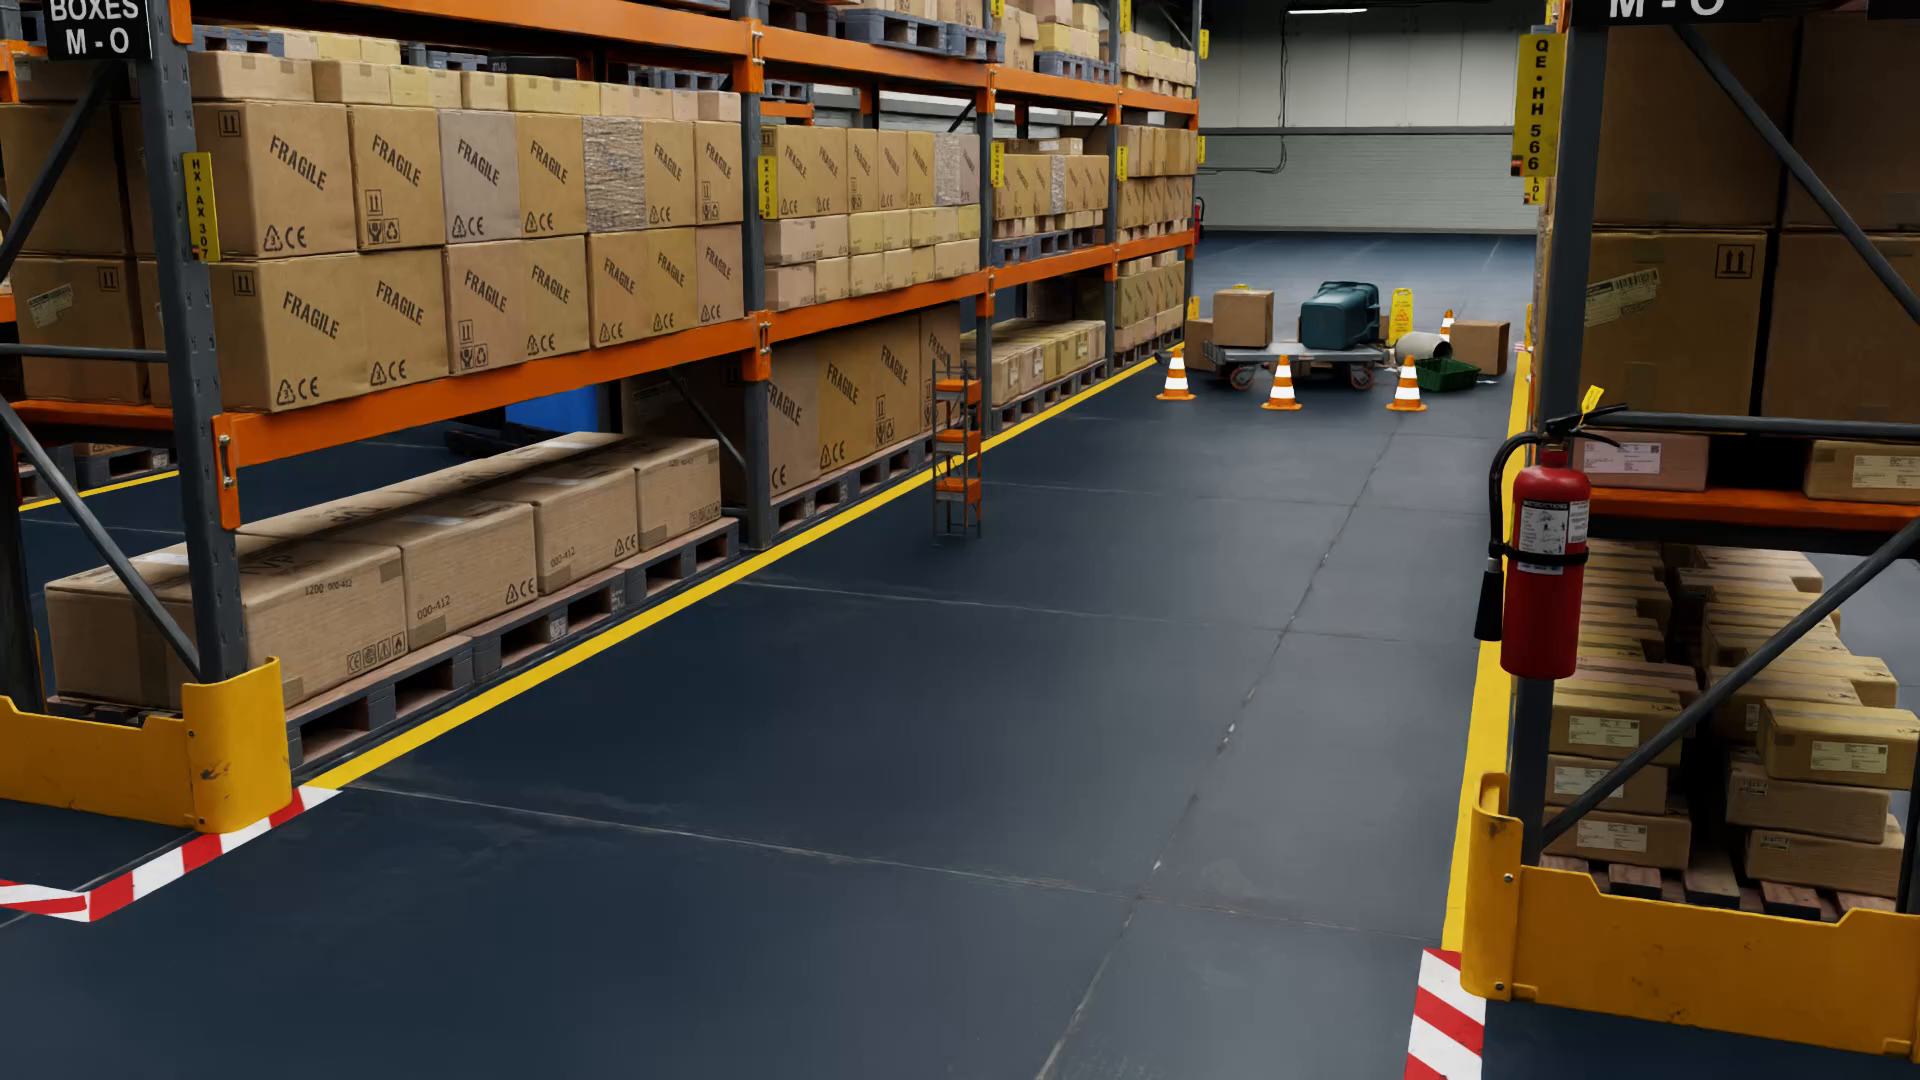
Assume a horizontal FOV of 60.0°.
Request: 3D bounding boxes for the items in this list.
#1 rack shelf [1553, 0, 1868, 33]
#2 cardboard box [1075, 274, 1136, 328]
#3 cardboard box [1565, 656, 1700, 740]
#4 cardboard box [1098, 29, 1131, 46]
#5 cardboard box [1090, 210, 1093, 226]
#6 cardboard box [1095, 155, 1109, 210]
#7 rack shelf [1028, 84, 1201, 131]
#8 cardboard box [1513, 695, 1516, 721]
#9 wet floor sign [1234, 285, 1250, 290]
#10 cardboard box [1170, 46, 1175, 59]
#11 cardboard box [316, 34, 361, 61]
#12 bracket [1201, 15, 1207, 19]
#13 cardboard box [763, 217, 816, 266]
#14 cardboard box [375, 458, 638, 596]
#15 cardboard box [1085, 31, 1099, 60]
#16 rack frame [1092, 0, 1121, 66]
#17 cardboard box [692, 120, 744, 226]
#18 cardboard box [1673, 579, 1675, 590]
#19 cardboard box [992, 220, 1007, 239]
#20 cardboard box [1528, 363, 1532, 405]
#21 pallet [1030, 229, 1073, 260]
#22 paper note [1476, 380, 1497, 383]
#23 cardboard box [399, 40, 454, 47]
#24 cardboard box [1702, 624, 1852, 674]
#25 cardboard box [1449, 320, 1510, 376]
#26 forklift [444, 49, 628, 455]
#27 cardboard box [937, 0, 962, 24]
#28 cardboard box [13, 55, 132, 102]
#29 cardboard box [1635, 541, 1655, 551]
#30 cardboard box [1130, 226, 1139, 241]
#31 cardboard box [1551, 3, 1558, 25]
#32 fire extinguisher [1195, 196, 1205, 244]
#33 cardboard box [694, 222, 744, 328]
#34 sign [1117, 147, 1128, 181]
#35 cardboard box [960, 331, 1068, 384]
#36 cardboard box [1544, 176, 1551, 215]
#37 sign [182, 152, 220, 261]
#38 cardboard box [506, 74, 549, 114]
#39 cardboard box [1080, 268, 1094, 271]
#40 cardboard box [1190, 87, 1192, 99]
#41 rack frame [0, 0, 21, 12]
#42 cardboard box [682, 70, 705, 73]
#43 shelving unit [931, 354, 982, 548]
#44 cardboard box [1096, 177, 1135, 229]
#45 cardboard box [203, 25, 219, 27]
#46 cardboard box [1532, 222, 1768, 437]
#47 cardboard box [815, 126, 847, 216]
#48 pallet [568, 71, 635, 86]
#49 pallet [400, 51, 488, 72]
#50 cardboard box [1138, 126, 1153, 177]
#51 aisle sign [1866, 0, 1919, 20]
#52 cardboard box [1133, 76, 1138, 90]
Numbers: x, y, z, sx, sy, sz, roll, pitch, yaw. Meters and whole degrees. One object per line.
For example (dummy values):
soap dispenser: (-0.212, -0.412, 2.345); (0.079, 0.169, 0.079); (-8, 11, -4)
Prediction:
rack shelf: (2.528, -1.793, 5.480); (1.077, 0.370, 4.000); (4, 14, 18)
cardboard box: (1.493, -2.457, 17.061); (0.500, 0.500, 0.500); (5, 14, 21)
cardboard box: (1.948, 0.456, 4.875); (0.380, 0.149, 0.250); (5, 14, 19)
cardboard box: (1.457, -4.894, 16.219); (0.380, 0.149, 0.250); (4, 13, 17)
cardboard box: (1.039, -3.022, 15.608); (0.380, 0.149, 0.250); (4, 13, 17)
cardboard box: (1.114, -3.407, 15.837); (0.500, 0.500, 0.500); (4, 13, 17)
rack shelf: (1.694, -4.655, 18.018); (1.077, 0.370, 4.000); (4, 14, 18)
cardboard box: (2.098, 0.577, 5.683); (0.380, 0.149, 0.250); (4, 13, 16)
wet floor sign: (3.415, -2.780, 20.216); (0.267, 0.644, 0.232); (10, 16, 38)
cardboard box: (2.195, -5.444, 18.632); (0.380, 0.149, 0.250); (4, 14, 19)
cardboard box: (-5.044, -3.794, 12.968); (0.500, 0.250, 0.500); (4, 14, 19)
bracket: (7.317, -15.672, 49.839); (0.076, 0.066, 3.189); (4, 14, 18)
cardboard box: (-1.133, -1.681, 9.325); (0.500, 0.250, 0.500); (4, 13, 17)
cardboard box: (-2.136, -0.080, 7.914); (0.875, 0.438, 0.875); (4, 13, 17)
cardboard box: (0.995, -4.583, 15.478); (0.500, 0.250, 0.500); (4, 13, 17)
rack frame: (1.047, -6.047, 15.759); (1.000, 3.000, 0.127); (4, 14, 18)
cardboard box: (-1.433, -1.855, 8.402); (0.500, 0.500, 0.500); (4, 14, 18)
cardboard box: (2.990, 0.243, 6.477); (0.380, 0.149, 0.250); (5, 14, 20)
cardboard box: (0.157, -2.474, 13.209); (0.380, 0.149, 0.250); (3, 13, 15)
cardboard box: (3.513, -0.849, 9.455); (0.500, 0.250, 0.500); (4, 13, 16)
pallet: (0.354, -2.606, 14.597); (1.003, 0.211, 1.213); (4, 14, 18)
paper note: (5.124, -1.547, 16.194); (0.147, 0.020, 0.142); (-5, 14, -21)
cardboard box: (-4.545, -4.290, 14.159); (0.380, 0.166, 0.250); (4, 14, 18)
cardboard box: (2.551, 0.380, 5.208); (0.380, 0.149, 0.250); (4, 13, 16)
cardboard box: (5.294, -1.970, 16.992); (0.500, 0.500, 0.500); (7, 15, 28)
forklift: (-3.187, -2.121, 12.194); (3.031, 2.935, 1.130); (12, 18, 43)
cardboard box: (-0.388, -3.774, 11.372); (0.700, 0.500, 0.500); (4, 13, 16)
cardboard box: (-2.909, -1.538, 5.556); (0.380, 0.149, 0.250); (5, 14, 19)
cardboard box: (2.624, 0.017, 6.798); (0.380, 0.149, 0.250); (4, 13, 17)
cardboard box: (1.655, -3.208, 17.365); (0.380, 0.149, 0.250); (5, 14, 20)
cardboard box: (4.523, -3.859, 11.945); (0.500, 0.311, 0.500); (4, 14, 18)
fire extinguisher: (2.814, -3.918, 20.085); (0.296, 0.674, 0.183); (4, 14, 18)
cardboard box: (-1.450, -1.371, 8.527); (0.500, 0.500, 0.500); (4, 14, 19)
sign: (1.573, -3.648, 16.126); (0.100, 0.325, 0.005); (4, 14, 18)
cardboard box: (0.427, -1.637, 14.881); (0.950, 0.372, 0.625); (5, 14, 20)
cardboard box: (2.117, -1.273, 5.183); (0.500, 0.500, 0.500); (5, 14, 21)
sign: (-2.313, -1.015, 5.071); (0.100, 0.325, 0.005); (4, 14, 18)
cardboard box: (-1.918, -1.826, 6.820); (0.380, 0.149, 0.250); (4, 13, 17)
cardboard box: (1.311, -2.711, 18.173); (0.500, 0.500, 0.500); (5, 14, 21)
cardboard box: (2.490, -5.209, 19.393); (0.380, 0.149, 0.250); (4, 14, 19)
rack frame: (-6.240, -4.719, 9.941); (1.000, 3.000, 0.127); (4, 14, 18)
cardboard box: (-3.152, -5.309, 18.298); (0.500, 0.311, 0.500); (5, 14, 20)
shelving unit: (-0.017, -0.501, 9.322); (0.215, 1.050, 0.252); (4, 14, 18)
cardboard box: (1.453, -3.389, 16.700); (0.500, 0.500, 0.500); (4, 14, 18)
cardboard box: (-5.729, -3.895, 12.511); (0.380, 0.149, 0.250); (4, 13, 18)
cardboard box: (1.782, -0.567, 4.340); (0.500, 0.500, 0.500); (5, 14, 20)
cardboard box: (-0.989, -2.155, 9.717); (0.500, 0.500, 0.500); (4, 14, 18)
pallet: (-3.924, -4.661, 16.858); (0.805, 0.209, 1.217); (4, 13, 16)
pallet: (-4.811, -4.156, 14.640); (1.213, 0.211, 1.003); (5, 14, 21)
cardboard box: (1.580, -3.986, 17.073); (0.700, 0.500, 0.500); (4, 14, 19)
aisle sign: (2.141, -1.491, 3.437); (0.394, 0.787, 0.004); (4, 14, 18)
cardboard box: (1.611, -4.671, 17.037); (0.380, 0.149, 0.250); (5, 14, 20)
